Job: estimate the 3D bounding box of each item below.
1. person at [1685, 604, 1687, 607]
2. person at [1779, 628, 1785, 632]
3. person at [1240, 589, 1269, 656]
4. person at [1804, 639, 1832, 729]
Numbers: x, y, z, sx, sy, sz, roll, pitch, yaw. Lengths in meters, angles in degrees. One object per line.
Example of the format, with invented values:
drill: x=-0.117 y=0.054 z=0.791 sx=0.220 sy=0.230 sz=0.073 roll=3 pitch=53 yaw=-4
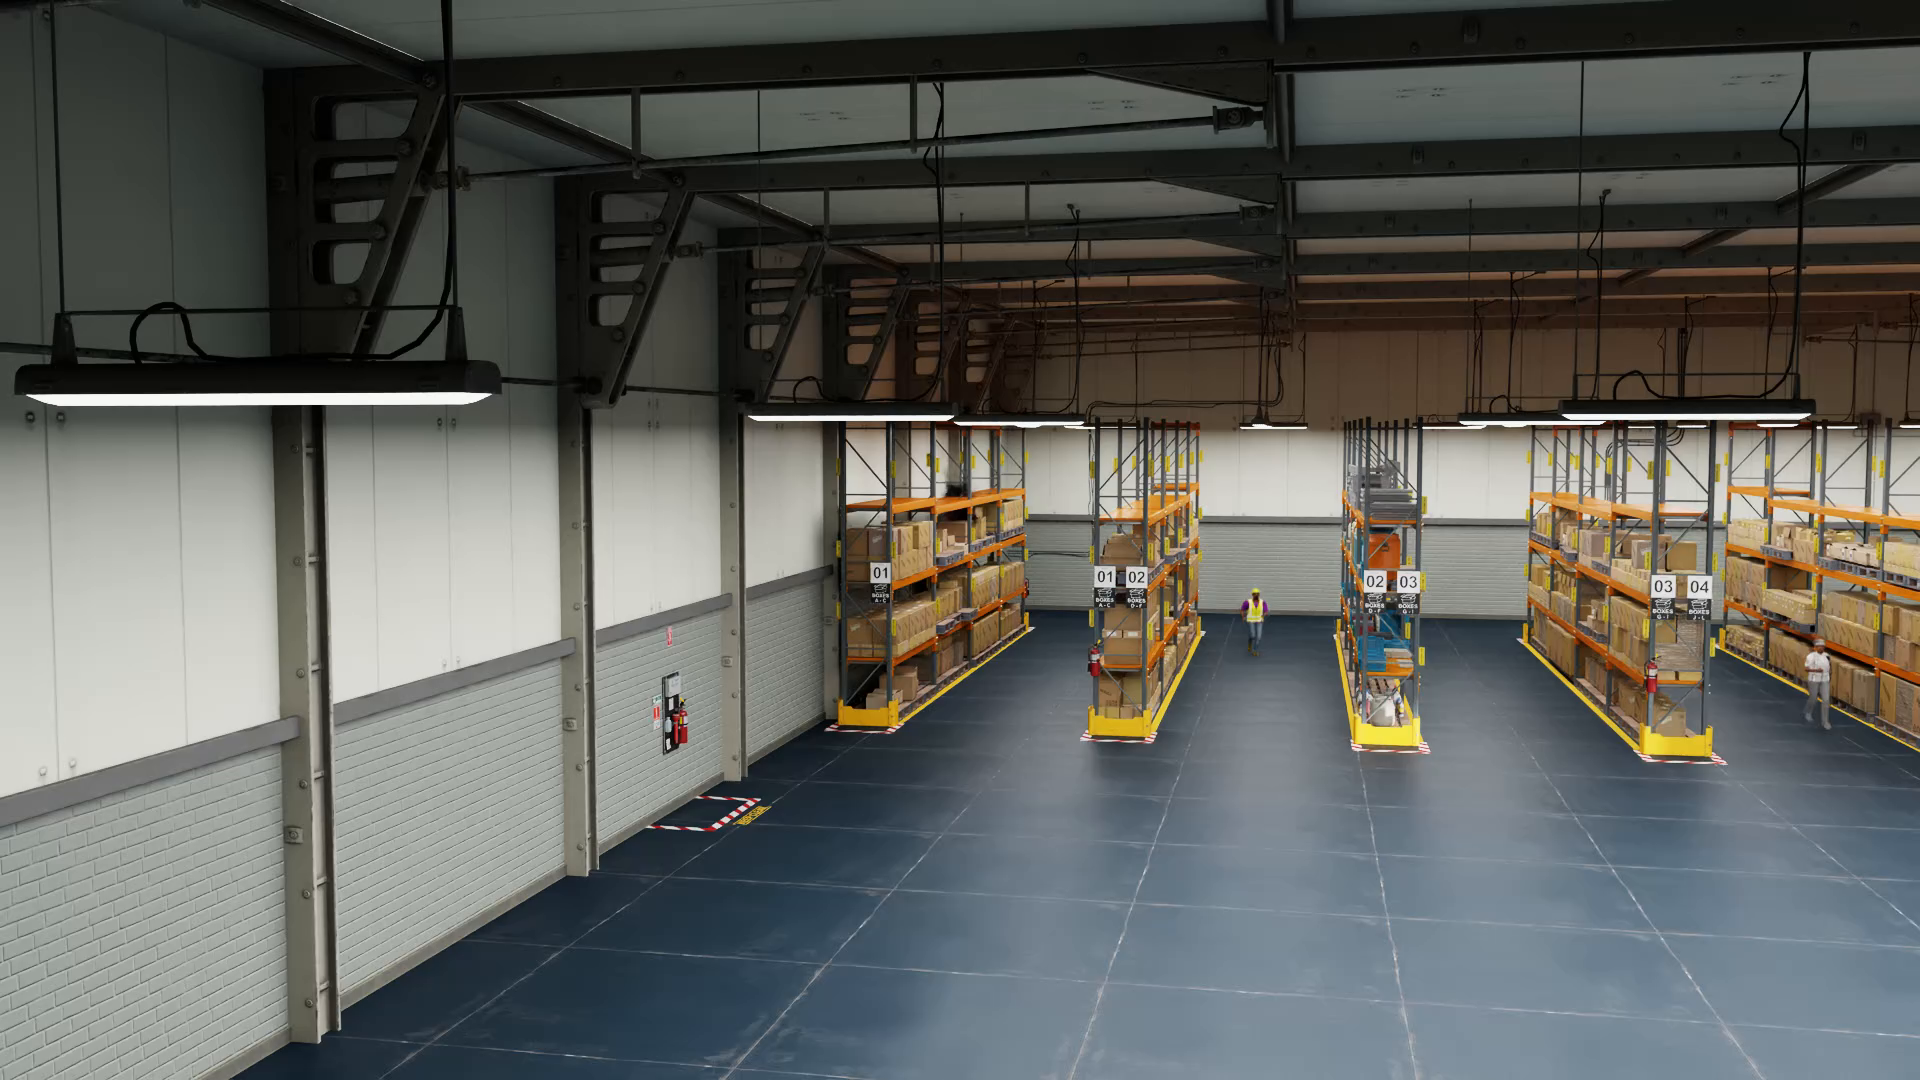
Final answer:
person: x=19.223 y=2.002 z=44.785 sx=0.680 sy=1.669 sz=0.639 roll=-2 pitch=4 yaw=-24
person: x=22.408 y=1.946 z=44.935 sx=0.953 sy=1.735 sz=0.670 roll=1 pitch=4 yaw=11
person: x=7.554 y=2.103 z=42.524 sx=0.698 sy=1.720 sz=0.576 roll=0 pitch=4 yaw=-1
person: x=16.668 y=2.756 z=32.262 sx=0.581 sy=1.699 sz=0.876 roll=0 pitch=4 yaw=6
